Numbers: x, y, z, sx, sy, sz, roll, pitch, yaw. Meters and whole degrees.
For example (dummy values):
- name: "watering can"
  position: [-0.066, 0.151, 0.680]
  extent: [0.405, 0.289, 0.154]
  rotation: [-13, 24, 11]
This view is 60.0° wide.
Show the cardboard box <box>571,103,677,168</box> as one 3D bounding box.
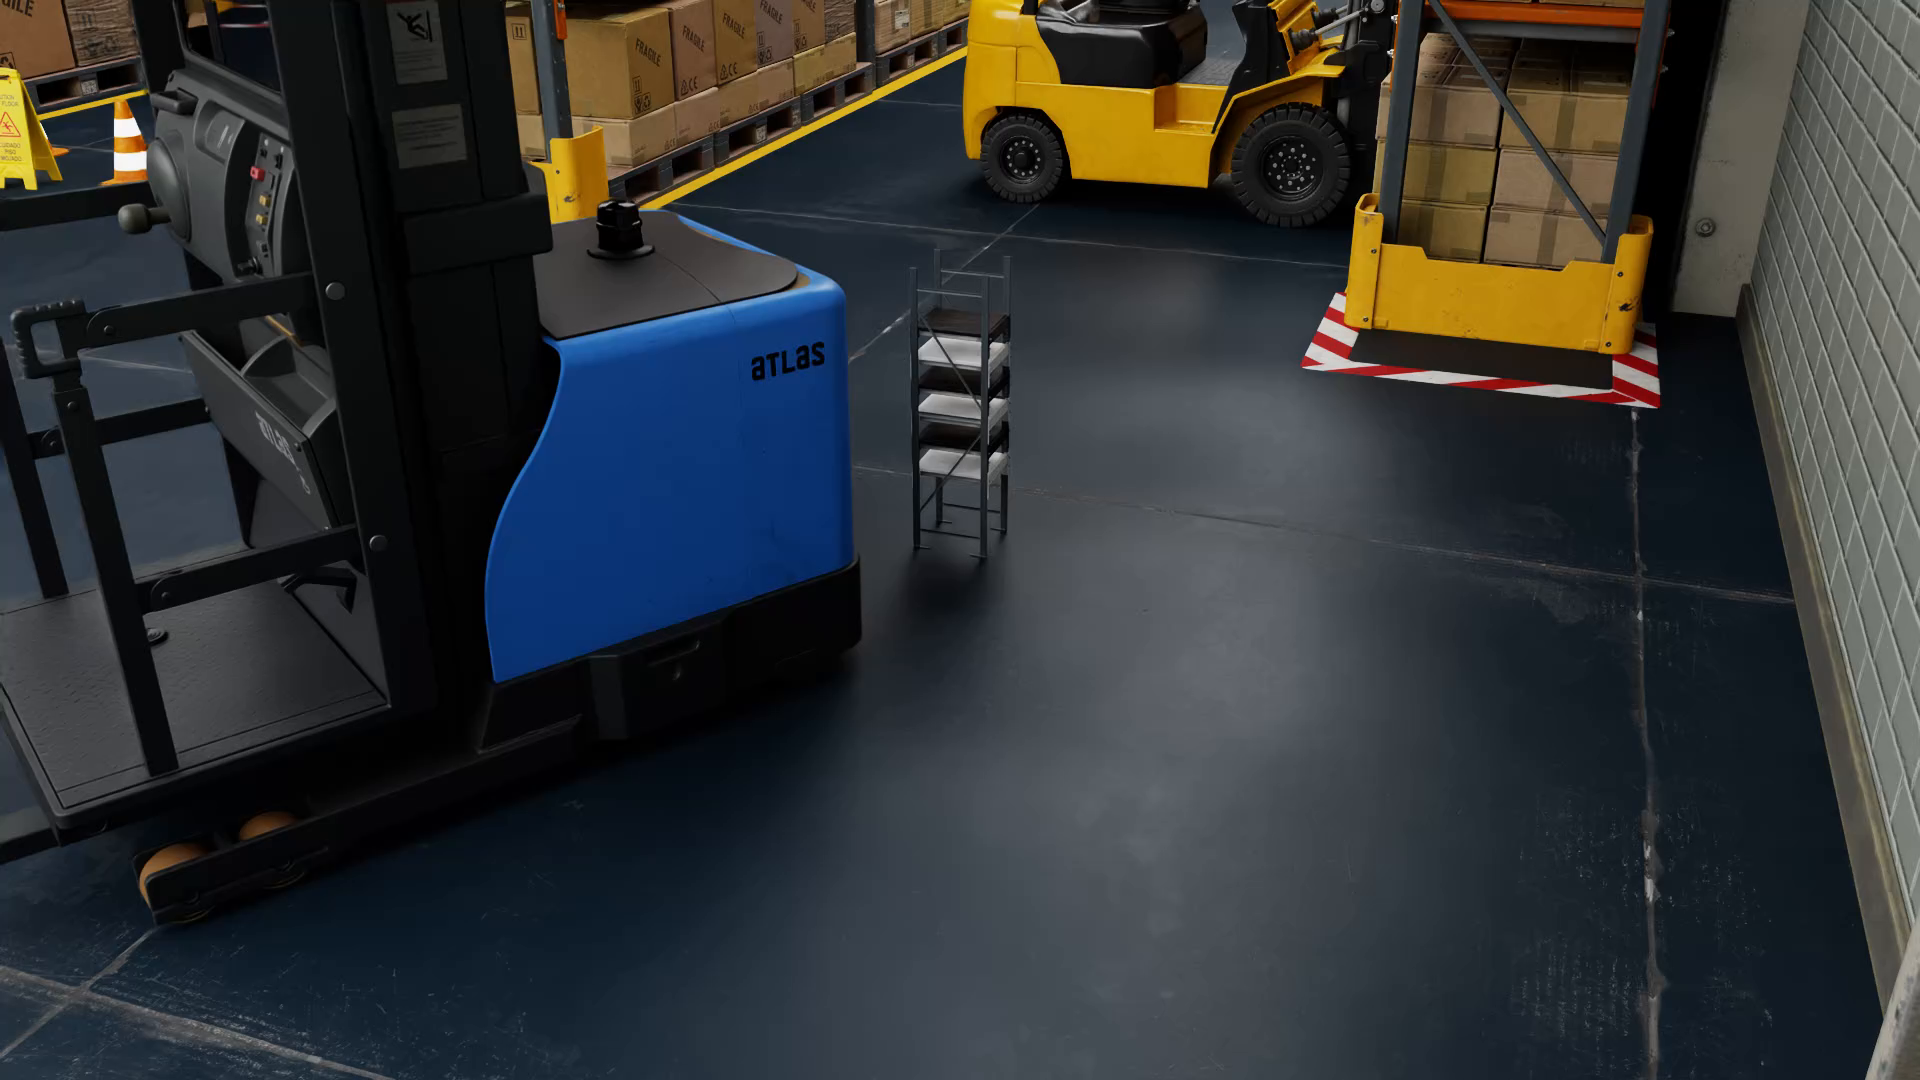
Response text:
- name: "cardboard box"
  position: [-1.894, -2.228, 9.082]
  extent: [0.500, 0.250, 0.500]
  rotation: [9, 27, 17]

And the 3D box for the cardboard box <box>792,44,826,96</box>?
- name: "cardboard box"
  position: [-1.203, -3.078, 10.838]
  extent: [0.500, 0.250, 0.500]
  rotation: [8, 27, 16]

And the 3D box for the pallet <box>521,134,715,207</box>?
- name: "pallet"
  position: [-2.094, -2.090, 9.324]
  extent: [1.003, 0.211, 1.213]
  rotation: [9, 27, 17]

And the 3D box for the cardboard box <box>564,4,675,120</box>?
- name: "cardboard box"
  position: [-1.887, -2.575, 8.939]
  extent: [0.500, 0.500, 0.500]
  rotation: [8, 27, 16]

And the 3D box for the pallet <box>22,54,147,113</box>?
- name: "pallet"
  position: [-6.525, -3.246, 11.711]
  extent: [1.003, 0.211, 1.213]
  rotation: [9, 27, 17]

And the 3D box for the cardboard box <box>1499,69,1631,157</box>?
- name: "cardboard box"
  position: [2.597, -1.838, 7.130]
  extent: [0.500, 0.250, 0.500]
  rotation: [8, 27, 17]

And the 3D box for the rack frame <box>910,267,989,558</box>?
- name: "rack frame"
  position: [-0.031, -0.367, 4.974]
  extent: [0.240, 0.900, 0.006]
  rotation: [9, 27, 17]

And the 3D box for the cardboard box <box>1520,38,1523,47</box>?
- name: "cardboard box"
  position: [2.799, -2.744, 9.000]
  extent: [0.500, 0.250, 0.500]
  rotation: [10, 27, 19]

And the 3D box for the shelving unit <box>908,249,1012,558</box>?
- name: "shelving unit"
  position: [0.003, -0.408, 5.061]
  extent: [0.258, 0.900, 0.210]
  rotation: [9, 27, 17]

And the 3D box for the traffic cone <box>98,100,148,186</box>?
- name: "traffic cone"
  position: [-4.657, -2.228, 9.320]
  extent: [0.336, 0.463, 0.334]
  rotation: [9, 27, 17]

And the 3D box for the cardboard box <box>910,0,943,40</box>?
- name: "cardboard box"
  position: [-0.684, -4.147, 12.906]
  extent: [0.950, 0.372, 0.625]
  rotation: [11, 28, 21]

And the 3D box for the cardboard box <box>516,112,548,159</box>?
- name: "cardboard box"
  position: [-2.400, -2.317, 9.267]
  extent: [0.500, 0.250, 0.500]
  rotation: [9, 27, 17]

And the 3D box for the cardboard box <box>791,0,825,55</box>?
- name: "cardboard box"
  position: [-1.204, -3.426, 10.697]
  extent: [0.500, 0.500, 0.500]
  rotation: [9, 27, 18]

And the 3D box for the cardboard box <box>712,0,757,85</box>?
- name: "cardboard box"
  position: [-1.542, -2.995, 9.807]
  extent: [0.500, 0.500, 0.500]
  rotation: [9, 27, 18]

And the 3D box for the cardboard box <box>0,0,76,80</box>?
- name: "cardboard box"
  position: [-6.671, -3.544, 11.084]
  extent: [0.875, 0.875, 0.875]
  rotation: [8, 27, 17]

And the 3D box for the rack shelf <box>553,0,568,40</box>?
- name: "rack shelf"
  position: [-1.758, -3.483, 9.827]
  extent: [1.077, 0.370, 4.000]
  rotation: [9, 27, 17]

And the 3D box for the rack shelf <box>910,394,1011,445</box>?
- name: "rack shelf"
  position: [0.003, -0.378, 5.075]
  extent: [0.258, 0.077, 0.200]
  rotation: [9, 27, 17]

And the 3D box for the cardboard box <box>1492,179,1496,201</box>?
- name: "cardboard box"
  position: [2.292, -1.660, 7.909]
  extent: [0.500, 0.250, 0.500]
  rotation: [9, 27, 17]

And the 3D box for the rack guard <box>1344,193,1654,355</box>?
- name: "rack guard"
  position: [2.251, -1.131, 7.013]
  extent: [1.175, 0.500, 0.348]
  rotation: [9, 27, 17]

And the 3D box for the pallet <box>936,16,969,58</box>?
- name: "pallet"
  position: [-0.430, -4.197, 13.675]
  extent: [1.003, 0.211, 1.213]
  rotation: [9, 27, 17]

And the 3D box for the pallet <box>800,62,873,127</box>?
- name: "pallet"
  position: [-1.282, -3.092, 11.394]
  extent: [1.003, 0.211, 1.213]
  rotation: [9, 27, 17]

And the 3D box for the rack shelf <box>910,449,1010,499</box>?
- name: "rack shelf"
  position: [0.003, -0.216, 5.154]
  extent: [0.258, 0.077, 0.200]
  rotation: [9, 27, 17]

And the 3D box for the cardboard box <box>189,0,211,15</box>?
- name: "cardboard box"
  position: [-6.069, -4.289, 12.623]
  extent: [0.875, 0.875, 0.875]
  rotation: [9, 27, 18]

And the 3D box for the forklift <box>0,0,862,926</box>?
- name: "forklift"
  position: [-1.744, -0.761, 3.458]
  extent: [3.031, 2.935, 1.130]
  rotation: [-19, 31, -33]

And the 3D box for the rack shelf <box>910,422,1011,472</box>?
- name: "rack shelf"
  position: [0.003, -0.297, 5.115]
  extent: [0.258, 0.077, 0.200]
  rotation: [9, 27, 17]

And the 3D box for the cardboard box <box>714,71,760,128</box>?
- name: "cardboard box"
  position: [-1.547, -2.662, 9.980]
  extent: [0.500, 0.250, 0.500]
  rotation: [11, 28, 21]

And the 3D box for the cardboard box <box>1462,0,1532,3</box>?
- name: "cardboard box"
  position: [2.175, -2.552, 6.963]
  extent: [0.500, 0.500, 0.500]
  rotation: [8, 27, 16]

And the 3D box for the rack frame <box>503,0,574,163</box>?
- name: "rack frame"
  position: [-2.423, -2.985, 7.972]
  extent: [1.000, 3.000, 0.127]
  rotation: [9, 27, 17]

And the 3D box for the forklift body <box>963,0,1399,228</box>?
- name: "forklift body"
  position: [1.169, -2.928, 8.830]
  extent: [2.313, 2.155, 1.214]
  rotation: [9, 27, 17]

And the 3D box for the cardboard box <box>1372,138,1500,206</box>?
- name: "cardboard box"
  position: [2.126, -1.688, 7.394]
  extent: [0.500, 0.250, 0.500]
  rotation: [8, 27, 17]

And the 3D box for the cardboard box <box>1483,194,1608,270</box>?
- name: "cardboard box"
  position: [2.607, -1.391, 7.355]
  extent: [0.500, 0.250, 0.500]
  rotation: [9, 27, 18]

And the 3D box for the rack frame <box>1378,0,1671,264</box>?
- name: "rack frame"
  position: [2.259, -2.266, 6.489]
  extent: [1.000, 3.000, 0.127]
  rotation: [9, 27, 17]

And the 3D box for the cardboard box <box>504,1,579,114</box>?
- name: "cardboard box"
  position: [-2.403, -2.641, 9.075]
  extent: [0.500, 0.500, 0.500]
  rotation: [9, 27, 18]

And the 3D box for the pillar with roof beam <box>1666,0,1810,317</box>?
- name: "pillar with roof beam"
  position: [-0.719, -5.746, 6.792]
  extent: [9.100, 9.000, 0.400]
  rotation: [9, 27, 17]

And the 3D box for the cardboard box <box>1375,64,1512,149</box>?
- name: "cardboard box"
  position: [2.118, -1.902, 7.263]
  extent: [0.500, 0.250, 0.500]
  rotation: [10, 27, 19]

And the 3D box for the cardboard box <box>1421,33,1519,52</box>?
- name: "cardboard box"
  position: [2.441, -2.322, 8.129]
  extent: [0.500, 0.250, 0.500]
  rotation: [9, 27, 18]

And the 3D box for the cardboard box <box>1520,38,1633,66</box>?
- name: "cardboard box"
  position: [2.937, -2.248, 7.976]
  extent: [0.500, 0.250, 0.500]
  rotation: [9, 27, 17]
